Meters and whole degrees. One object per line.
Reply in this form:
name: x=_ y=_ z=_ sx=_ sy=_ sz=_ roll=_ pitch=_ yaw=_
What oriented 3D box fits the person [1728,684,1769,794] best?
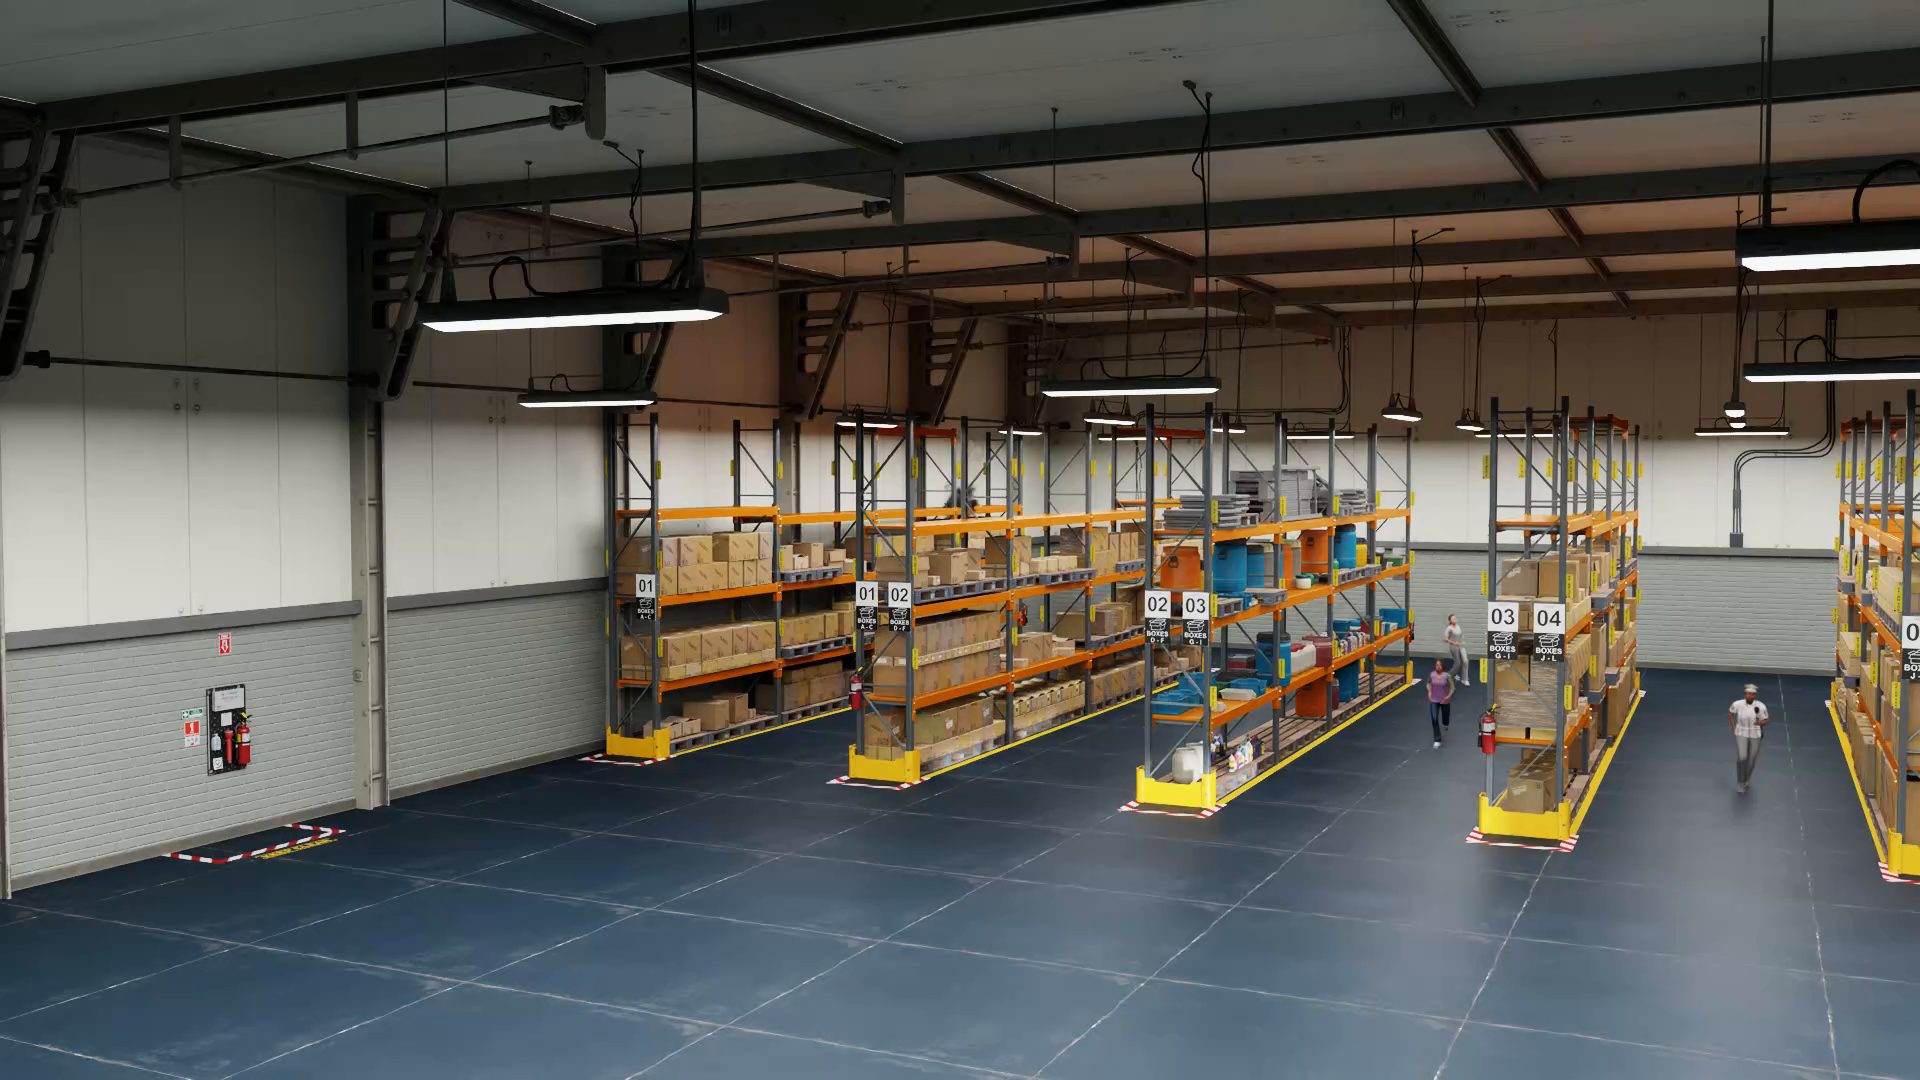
person: x=12.261 y=3.082 z=25.855 sx=0.559 sy=1.717 sz=0.758 roll=1 pitch=3 yaw=18

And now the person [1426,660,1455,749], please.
person: x=8.747 y=2.976 z=30.284 sx=0.520 sy=1.565 sz=0.925 roll=1 pitch=3 yaw=20

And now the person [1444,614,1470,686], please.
person: x=11.565 y=2.557 z=38.842 sx=0.589 sy=1.642 sz=0.750 roll=-1 pitch=3 yaw=-20

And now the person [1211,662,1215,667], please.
person: x=6.076 y=2.314 z=42.516 sx=1.017 sy=1.798 sz=0.693 roll=1 pitch=3 yaw=31
